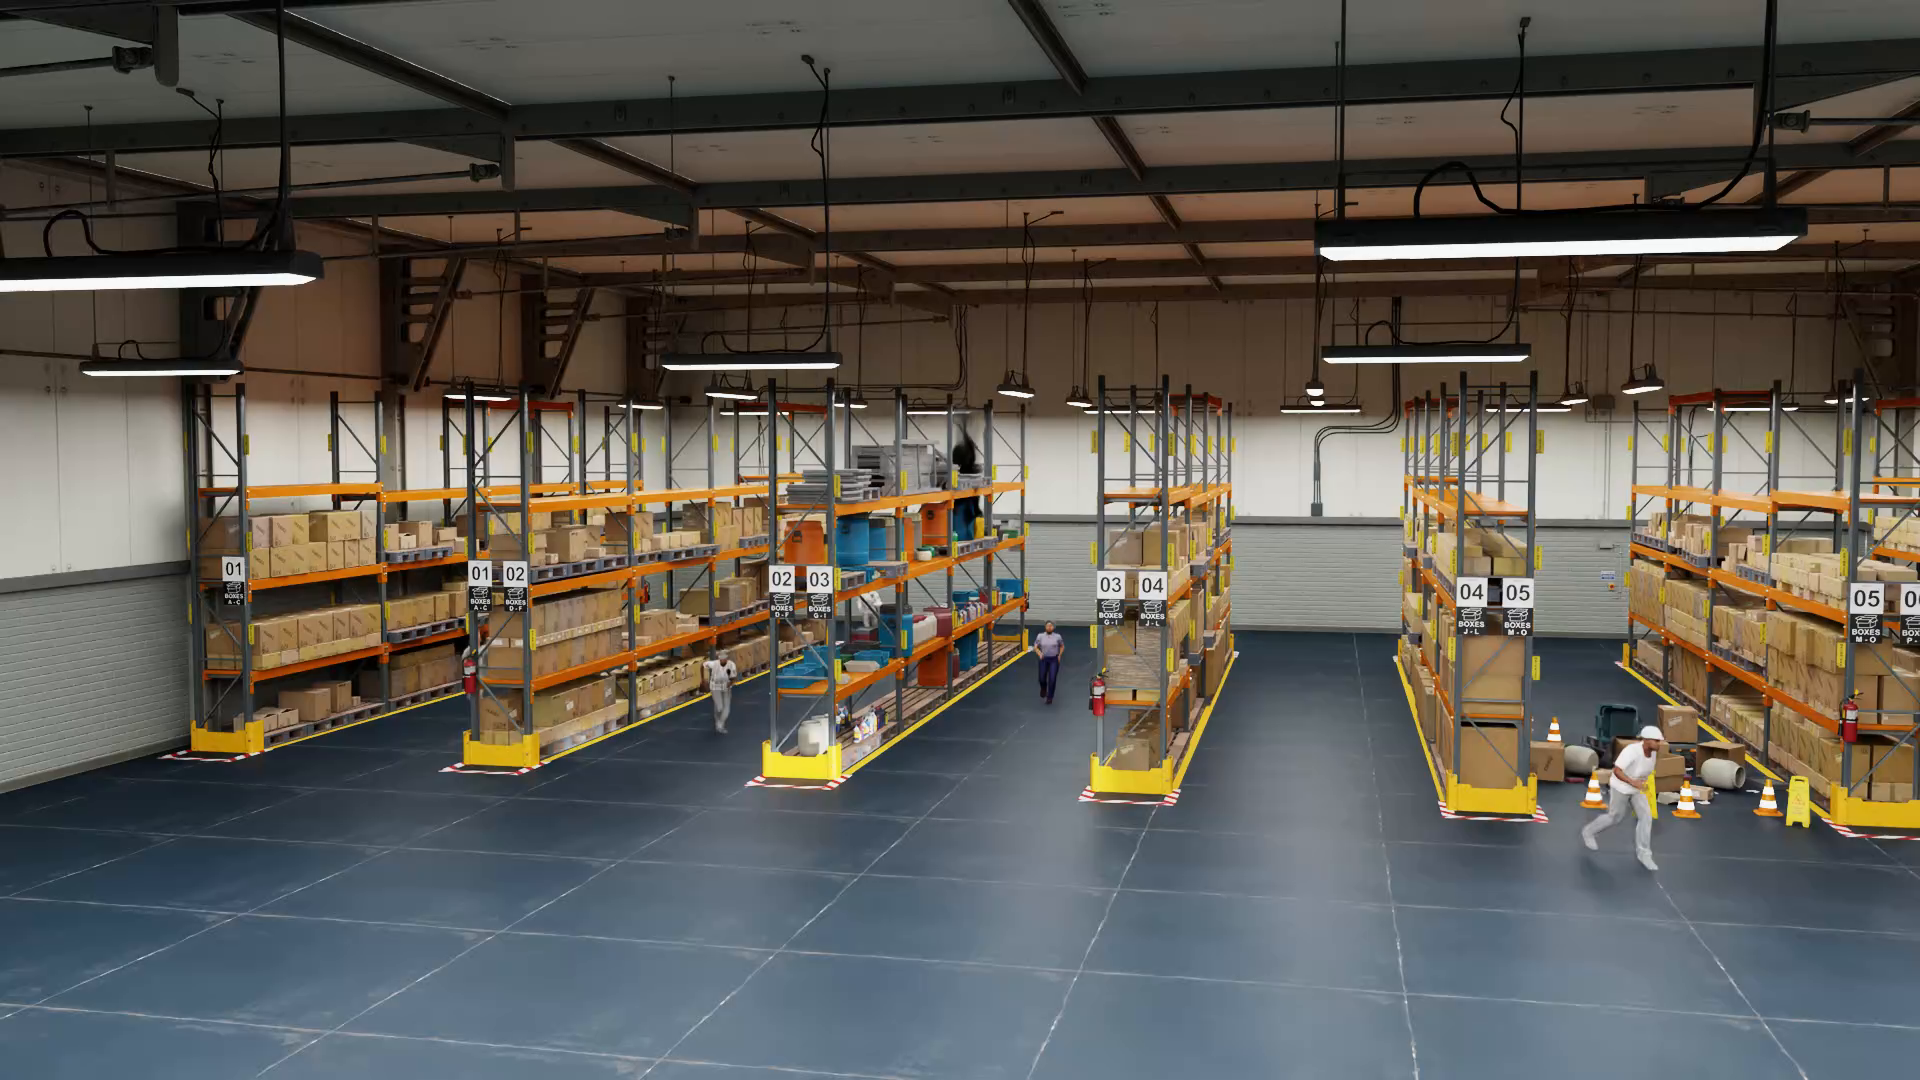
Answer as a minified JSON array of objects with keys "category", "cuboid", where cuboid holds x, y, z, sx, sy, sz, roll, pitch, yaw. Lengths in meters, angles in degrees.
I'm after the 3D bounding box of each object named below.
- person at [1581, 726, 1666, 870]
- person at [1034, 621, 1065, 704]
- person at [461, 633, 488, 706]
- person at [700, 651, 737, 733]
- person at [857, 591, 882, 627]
[{"category":"person","cuboid":[7.968,3.037,19.987,0.744,1.714,1.057,-3,4,-38]},{"category":"person","cuboid":[1.732,2.360,32.231,0.595,1.601,0.560,0,3,3]},{"category":"person","cuboid":[-8.709,2.474,30.015,0.557,1.618,0.636,-1,3,-13]},{"category":"person","cuboid":[-4.157,2.619,28.656,0.602,1.492,0.856,-1,3,-16]},{"category":"person","cuboid":[-2.217,1.843,40.595,0.617,1.740,0.746,0,3,3]}]
